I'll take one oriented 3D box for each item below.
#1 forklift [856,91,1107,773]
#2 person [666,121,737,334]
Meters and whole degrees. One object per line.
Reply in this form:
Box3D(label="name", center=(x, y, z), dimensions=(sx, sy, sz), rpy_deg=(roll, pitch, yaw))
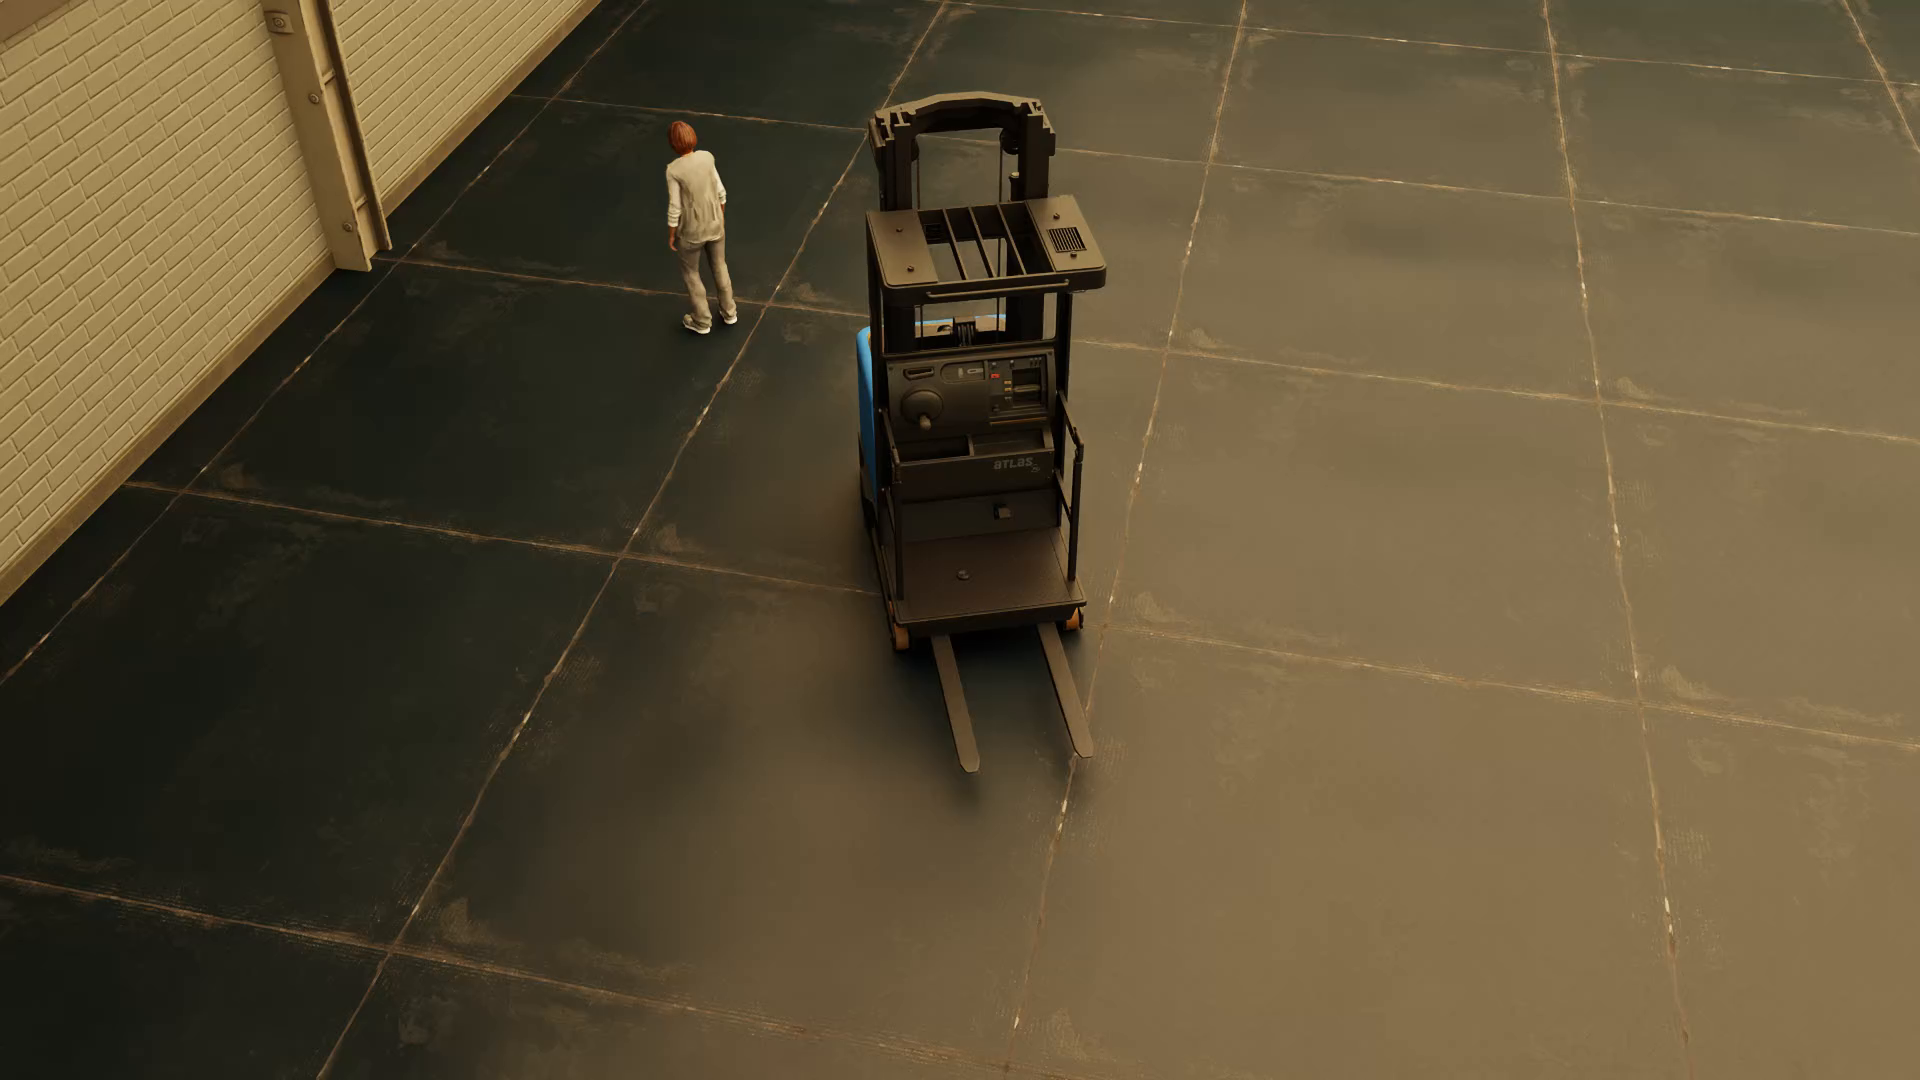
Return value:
Box3D(label="forklift", center=(0.104, -0.747, 8.950), dimensions=(1.130, 2.935, 3.031), rpy_deg=(-6, 40, -8))
Box3D(label="person", center=(-1.844, -2.189, 11.754), dimensions=(0.485, 1.581, 0.344), rpy_deg=(-27, 46, -28))
